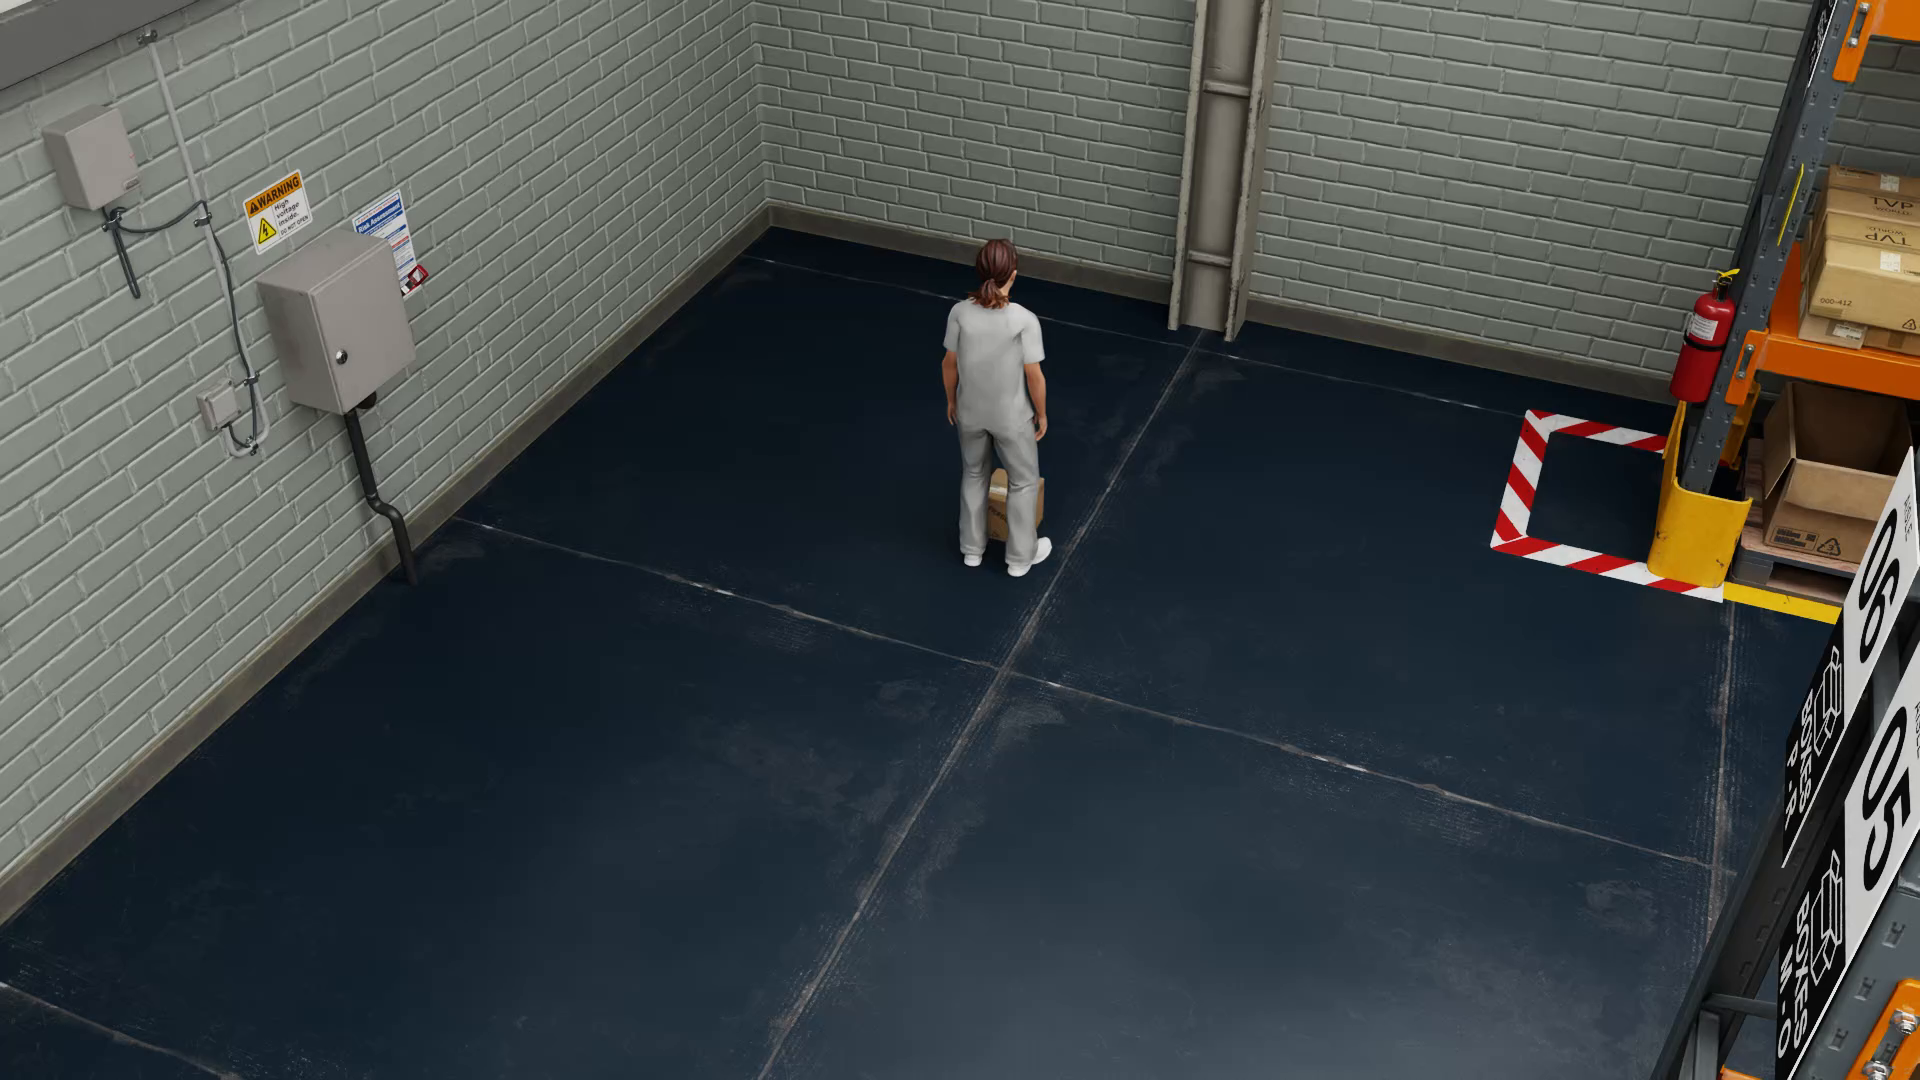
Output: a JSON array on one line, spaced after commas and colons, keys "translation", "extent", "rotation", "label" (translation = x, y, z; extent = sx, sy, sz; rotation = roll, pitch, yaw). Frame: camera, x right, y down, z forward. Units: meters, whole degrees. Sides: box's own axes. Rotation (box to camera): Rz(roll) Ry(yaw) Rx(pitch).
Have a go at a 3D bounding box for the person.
[{"translation": [0.169, -0.582, 7.575], "extent": [0.498, 1.671, 0.363], "rotation": [12, 39, 16], "label": "person"}]
